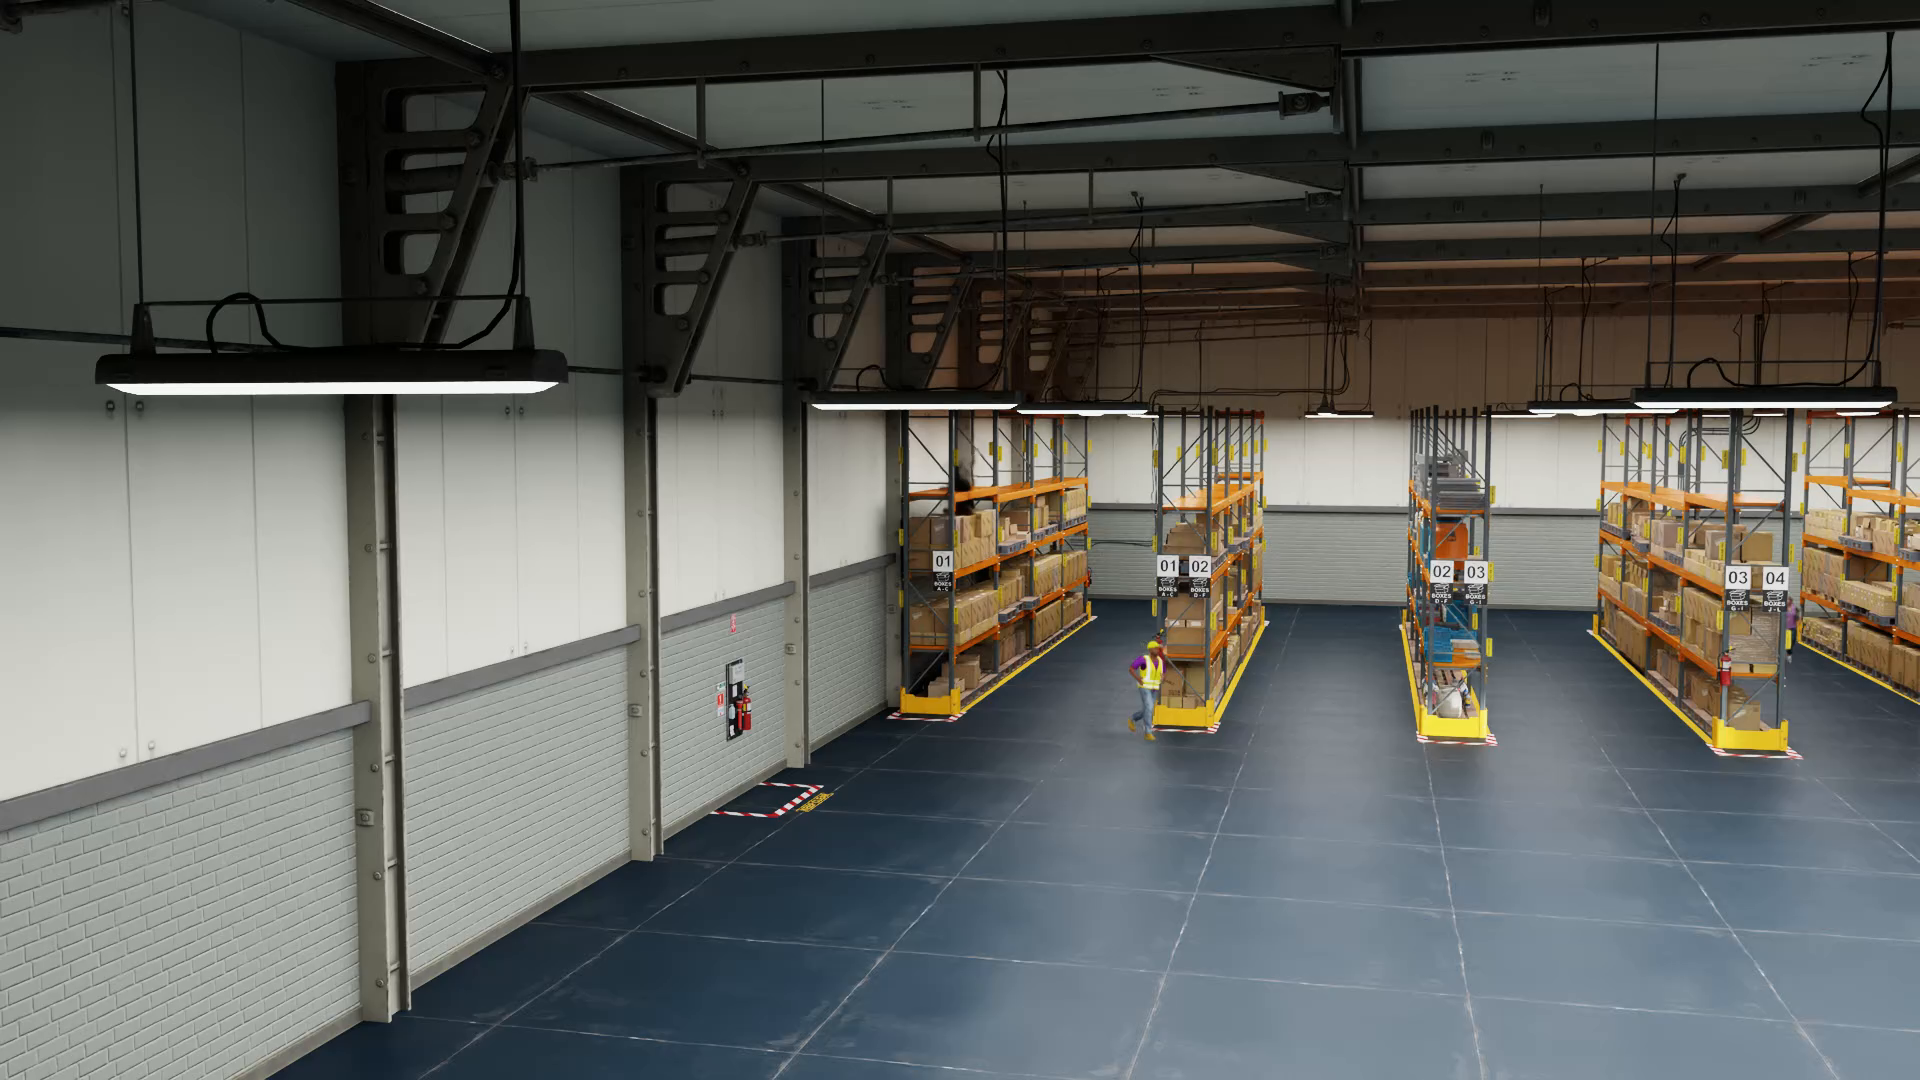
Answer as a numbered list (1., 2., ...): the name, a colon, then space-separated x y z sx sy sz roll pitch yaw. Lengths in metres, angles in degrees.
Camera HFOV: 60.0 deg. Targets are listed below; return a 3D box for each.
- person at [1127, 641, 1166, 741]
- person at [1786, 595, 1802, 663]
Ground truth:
1. person: 3.434 2.705 30.199 0.735 1.754 0.881 -3 5 -32
2. person: 19.615 2.100 39.350 0.550 1.580 0.809 2 4 21
